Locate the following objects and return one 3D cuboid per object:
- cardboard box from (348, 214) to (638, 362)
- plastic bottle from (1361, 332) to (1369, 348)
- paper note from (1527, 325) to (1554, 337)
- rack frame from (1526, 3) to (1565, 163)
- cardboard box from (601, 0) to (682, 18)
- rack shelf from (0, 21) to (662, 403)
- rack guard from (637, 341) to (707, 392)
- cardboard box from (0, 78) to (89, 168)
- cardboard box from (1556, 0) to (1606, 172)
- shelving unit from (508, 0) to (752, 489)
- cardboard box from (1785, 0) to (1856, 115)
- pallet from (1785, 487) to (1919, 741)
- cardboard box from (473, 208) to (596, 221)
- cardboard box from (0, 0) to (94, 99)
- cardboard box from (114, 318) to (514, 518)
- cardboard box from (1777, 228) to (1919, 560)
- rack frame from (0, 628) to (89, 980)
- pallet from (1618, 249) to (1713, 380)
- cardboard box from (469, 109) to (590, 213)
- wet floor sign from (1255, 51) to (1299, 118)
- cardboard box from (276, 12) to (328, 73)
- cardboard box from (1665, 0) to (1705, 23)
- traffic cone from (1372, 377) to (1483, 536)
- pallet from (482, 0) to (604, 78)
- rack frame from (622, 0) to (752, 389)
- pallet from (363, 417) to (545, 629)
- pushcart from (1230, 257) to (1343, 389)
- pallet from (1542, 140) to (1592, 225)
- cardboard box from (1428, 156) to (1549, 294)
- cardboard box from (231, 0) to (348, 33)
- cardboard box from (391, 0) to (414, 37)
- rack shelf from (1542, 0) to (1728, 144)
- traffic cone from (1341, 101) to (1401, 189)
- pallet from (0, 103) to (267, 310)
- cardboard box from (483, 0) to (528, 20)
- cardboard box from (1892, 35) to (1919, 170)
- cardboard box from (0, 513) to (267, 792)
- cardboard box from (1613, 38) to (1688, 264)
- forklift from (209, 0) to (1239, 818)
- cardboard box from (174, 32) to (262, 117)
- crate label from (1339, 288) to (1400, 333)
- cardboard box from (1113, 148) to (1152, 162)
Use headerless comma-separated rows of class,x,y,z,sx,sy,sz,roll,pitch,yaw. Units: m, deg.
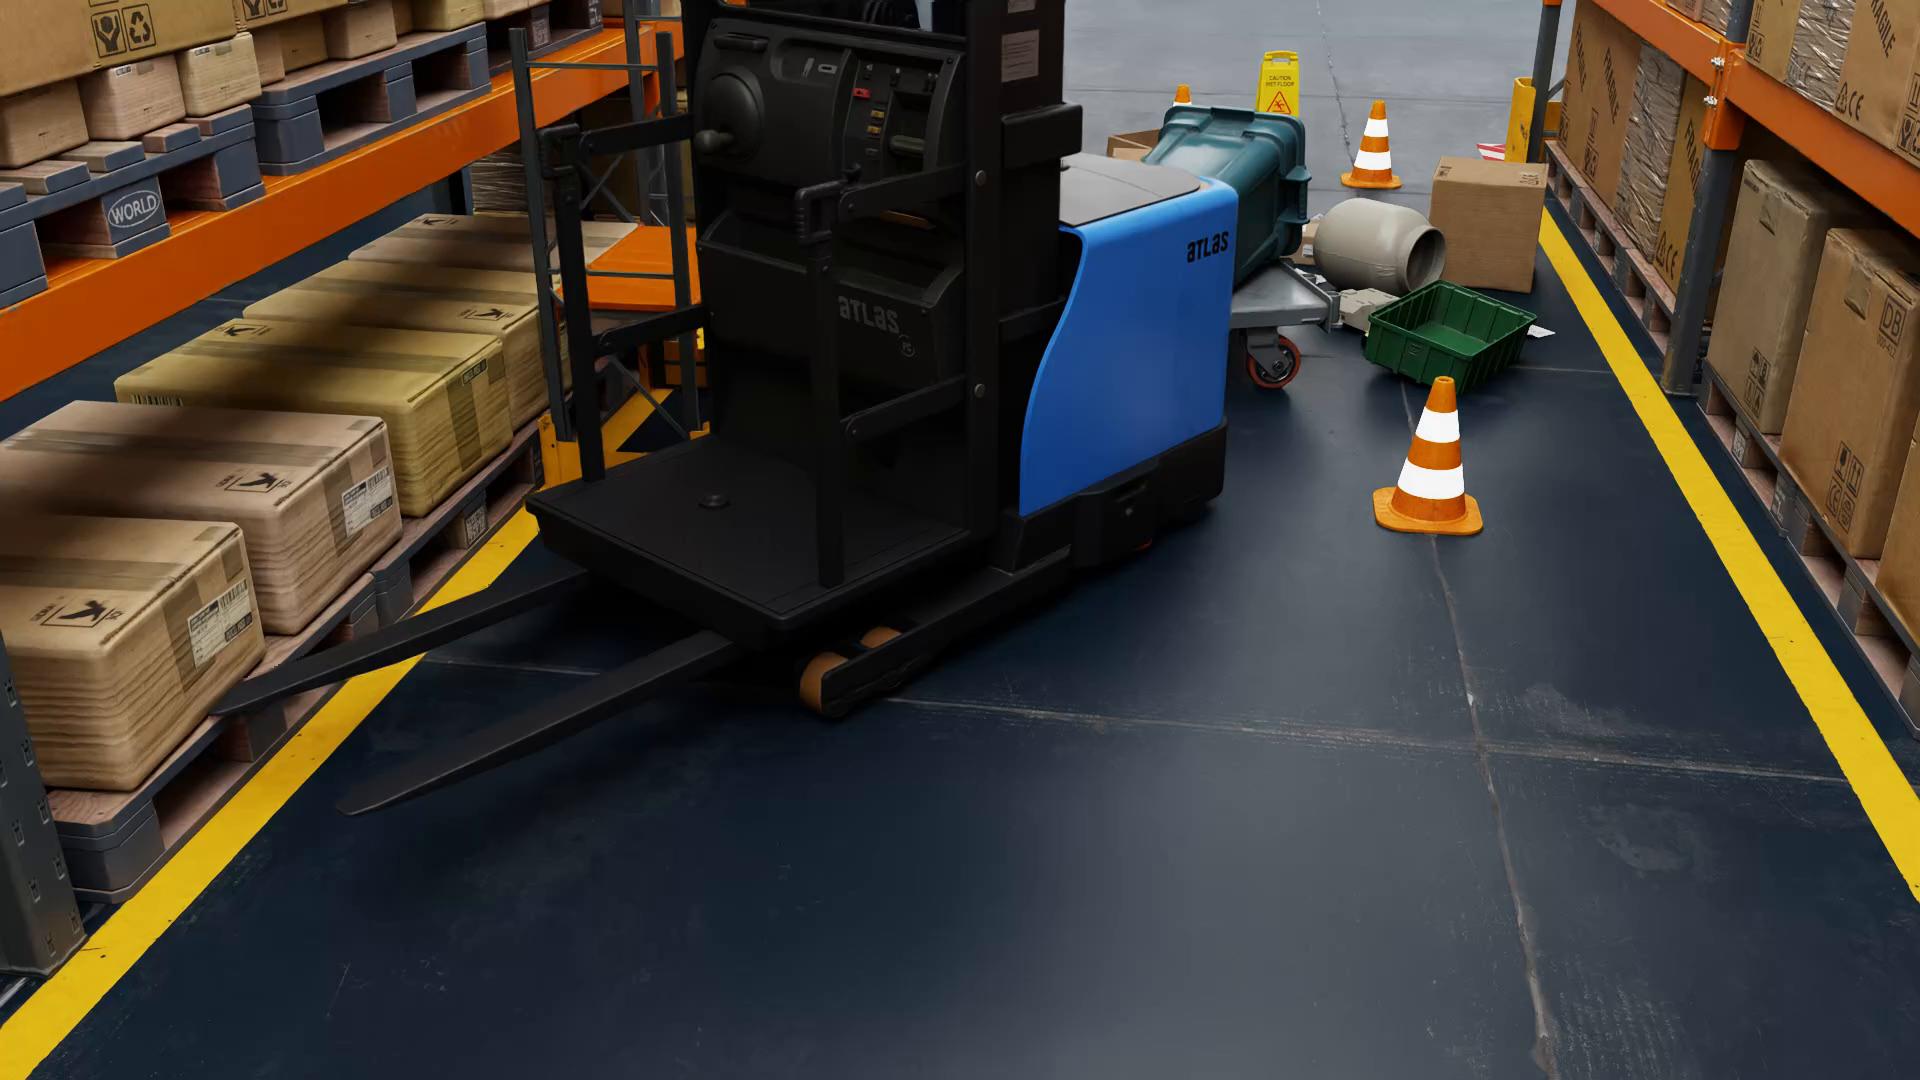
cardboard box,-1.748,-0.986,6.421,0.950,0.372,0.625,4,25,9
plastic bottle,1.791,-0.794,6.873,0.133,0.061,0.283,-9,27,-19
paper note,2.451,-0.904,7.144,0.147,0.020,0.142,-14,29,-27
rack frame,3.889,-3.577,9.354,1.000,3.000,0.127,4,25,9
cardboard box,-1.297,-2.201,6.710,0.380,0.149,0.250,4,25,8
rack shelf,-1.992,-1.043,4.788,1.077,0.370,4.000,4,25,9
rack guard,-0.955,-0.692,6.433,0.587,0.250,0.087,4,25,8
cardboard box,-2.003,-0.847,3.323,0.380,0.149,0.250,2,25,5
cardboard box,3.843,-2.517,9.100,0.875,0.875,0.875,4,25,9
shelving unit,-1.029,-1.049,5.722,0.587,1.500,1.083,4,25,8
cardboard box,2.802,-1.537,4.878,0.500,0.500,0.500,4,25,9
pallet,2.986,0.198,4.577,1.003,0.211,1.213,4,25,9
cardboard box,-1.834,-1.416,7.484,0.500,0.250,0.500,5,26,11
cardboard box,-2.017,-1.074,3.043,0.500,0.500,0.500,3,25,7
cardboard box,-1.974,-0.394,5.157,0.950,0.372,0.625,5,26,10
cardboard box,3.061,-0.407,4.739,1.050,0.750,0.750,4,25,9
rack frame,-2.319,-0.532,2.848,1.000,3.000,0.127,4,25,9
pallet,3.436,-0.954,7.039,1.003,0.211,1.213,4,25,9
cardboard box,-1.833,-1.756,7.326,0.500,0.500,0.500,4,25,8
wet floor sign,1.940,-2.660,10.172,0.267,0.644,0.232,0,25,-1
cardboard box,-1.877,-1.299,4.289,0.380,0.149,0.250,5,26,11
cardboard box,3.351,-2.359,6.574,0.875,0.550,0.550,4,25,9
traffic cone,1.526,-0.299,5.343,0.336,0.463,0.334,4,25,9
pallet,-1.933,-1.809,5.802,1.003,0.211,1.213,4,25,9
rack frame,-0.951,-1.266,6.186,0.500,1.500,0.032,4,25,8
pallet,-1.988,-0.105,5.224,1.003,0.211,1.213,4,25,9
pushcart,0.592,-0.880,6.686,1.648,0.377,0.936,-5,25,-10
pallet,3.835,-1.974,9.219,1.003,0.211,1.213,4,25,9
cardboard box,2.476,-1.494,7.848,0.500,0.500,0.500,8,26,18
cardboard box,-1.858,-1.515,3.985,0.500,0.500,0.500,4,25,9
cardboard box,-1.802,-1.518,4.756,0.380,0.149,0.250,3,25,7
rack shelf,3.562,-2.415,7.720,1.077,0.370,4.000,4,25,9
traffic cone,2.401,-2.305,9.628,0.336,0.463,0.334,4,25,9
pallet,-2.307,-0.751,3.542,1.213,0.211,1.003,4,25,9
cardboard box,-1.582,-1.721,5.189,0.380,0.149,0.250,4,25,9
cardboard box,2.634,-1.116,3.978,0.500,0.500,0.500,4,25,9
cardboard box,-2.217,0.232,3.820,0.950,0.372,0.625,2,25,5
cardboard box,3.550,-1.768,7.499,0.875,0.875,0.875,4,25,9
forklift,-0.506,-1.114,4.173,1.130,2.935,3.031,21,32,38
cardboard box,-1.847,-1.072,3.804,0.380,0.149,0.250,4,25,9
crate label,1.764,-0.998,7.222,0.298,0.136,0.250,-14,29,-27
cardboard box,1.055,-1.507,7.716,0.797,0.637,0.503,4,25,9
